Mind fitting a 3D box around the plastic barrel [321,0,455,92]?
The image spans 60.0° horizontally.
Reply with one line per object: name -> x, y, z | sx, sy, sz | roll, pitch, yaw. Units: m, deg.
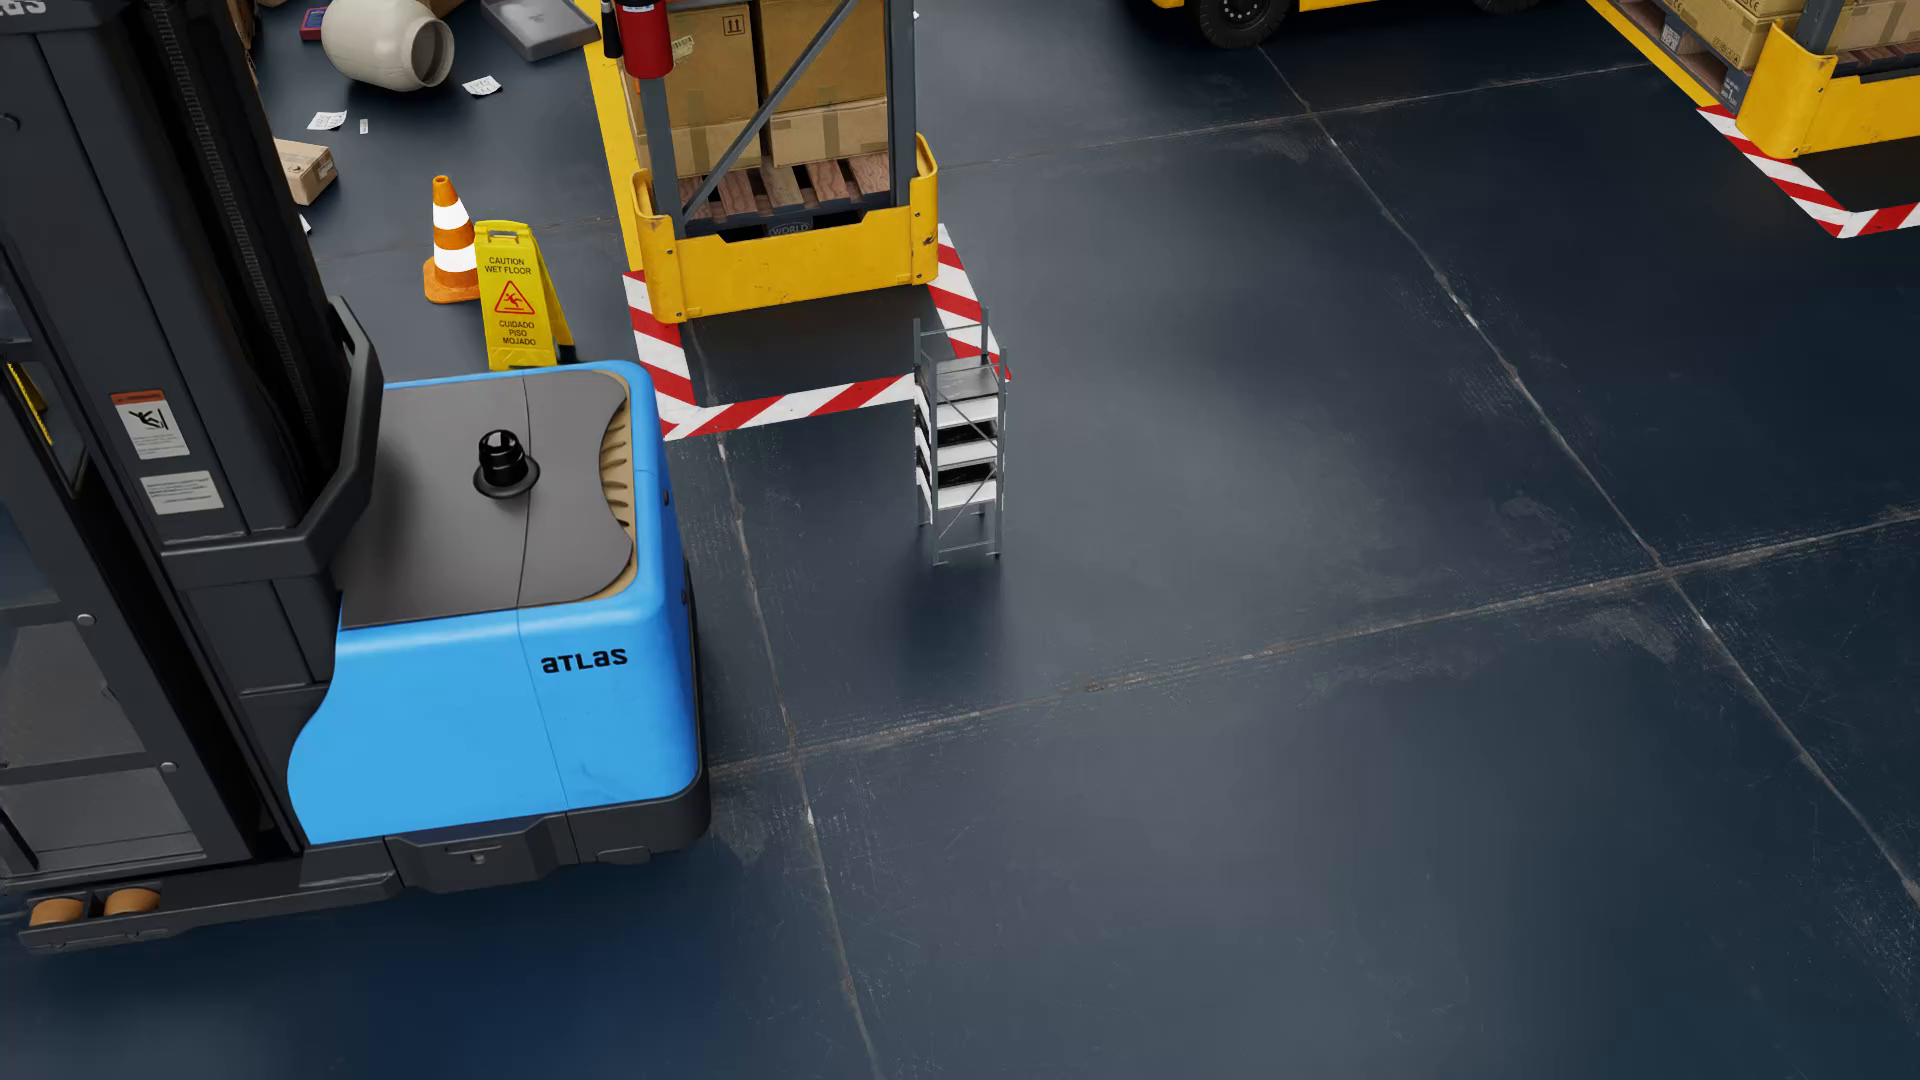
plastic barrel -> -2.656, -2.317, 7.724 | 0.512, 0.421, 0.421 | 19, 48, 17

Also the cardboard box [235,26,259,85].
cardboard box -> -3.560, -1.945, 7.304 | 0.637, 0.503, 0.797 | 27, 51, 24

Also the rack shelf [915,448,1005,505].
rack shelf -> -0.002, -0.234, 5.522 | 0.258, 0.077, 0.200 | -11, 47, -10

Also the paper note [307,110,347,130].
paper note -> -2.902, -1.929, 7.627 | 0.148, 0.019, 0.142 | 4, 46, 4

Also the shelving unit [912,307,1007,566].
shelving unit -> -0.002, -0.321, 5.434 | 0.258, 0.900, 0.210 | -11, 47, -10

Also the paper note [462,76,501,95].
paper note -> -2.249, -2.142, 7.828 | 0.142, 0.019, 0.148 | -26, 51, -24

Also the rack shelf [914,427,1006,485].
rack shelf -> -0.002, -0.297, 5.458 | 0.258, 0.077, 0.200 | -11, 47, -10

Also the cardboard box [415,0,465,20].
cardboard box -> -2.728, -2.968, 8.307 | 0.500, 0.500, 0.500 | 19, 48, 17

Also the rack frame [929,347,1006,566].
rack frame -> 0.024, -0.250, 5.365 | 0.240, 0.900, 0.006 | -11, 47, -10

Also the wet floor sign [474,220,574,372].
wet floor sign -> -1.649, -0.919, 6.198 | 0.267, 0.644, 0.232 | 4, 46, 4

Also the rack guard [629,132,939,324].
rack guard -> -0.683, -1.247, 6.622 | 1.175, 0.500, 0.348 | -11, 47, -10

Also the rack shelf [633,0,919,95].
rack shelf -> -1.175, -3.198, 7.288 | 1.077, 0.370, 4.000 | -11, 47, -10

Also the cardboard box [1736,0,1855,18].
cardboard box -> 3.707, -2.618, 7.497 | 0.500, 0.250, 0.500 | -11, 47, -11

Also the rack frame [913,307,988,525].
rack frame -> -0.028, -0.391, 5.503 | 0.240, 0.900, 0.006 | -11, 47, -10

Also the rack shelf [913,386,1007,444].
rack shelf -> -0.002, -0.423, 5.329 | 0.258, 0.077, 0.200 | -11, 47, -10

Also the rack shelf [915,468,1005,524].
rack shelf -> -0.002, -0.171, 5.586 | 0.258, 0.077, 0.200 | -11, 47, -10

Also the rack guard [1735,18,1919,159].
rack guard -> 4.140, -2.088, 7.446 | 1.175, 0.500, 0.348 | -11, 47, -10

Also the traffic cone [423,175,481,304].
traffic cone -> -2.020, -1.242, 6.644 | 0.336, 0.463, 0.334 | -11, 47, -10

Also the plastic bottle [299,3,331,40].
plastic bottle -> -3.170, -2.569, 8.224 | 0.133, 0.061, 0.283 | -3, 46, -3

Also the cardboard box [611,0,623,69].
cardboard box -> -1.257, -2.382, 7.090 | 0.500, 0.500, 0.500 | -9, 46, -9

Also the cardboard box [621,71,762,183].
cardboard box -> -1.137, -1.779, 7.025 | 0.500, 0.250, 0.500 | -11, 47, -11

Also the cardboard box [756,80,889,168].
cardboard box -> -0.603, -1.861, 7.105 | 0.500, 0.250, 0.500 | -11, 47, -11

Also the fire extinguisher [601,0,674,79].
fire extinguisher -> -1.080, -1.879, 5.545 | 0.296, 0.674, 0.183 | -11, 47, -10

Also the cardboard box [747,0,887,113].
cardboard box -> -0.609, -2.140, 6.853 | 0.500, 0.500, 0.500 | -12, 47, -12

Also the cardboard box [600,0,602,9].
cardboard box -> -1.395, -2.482, 7.714 | 0.500, 0.250, 0.500 | -12, 47, -12

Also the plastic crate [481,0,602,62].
plastic crate -> -2.078, -2.575, 8.218 | 0.402, 0.080, 0.583 | -26, 51, -24

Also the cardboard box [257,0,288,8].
cardboard box -> -3.554, -2.919, 8.425 | 0.396, 0.266, 0.258 | 27, 51, 24

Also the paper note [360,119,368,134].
paper note -> -2.723, -1.890, 7.595 | 0.032, 0.001, 0.123 | -11, 47, -10

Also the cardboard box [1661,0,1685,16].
cardboard box -> 3.590, -2.776, 8.001 | 0.500, 0.250, 0.500 | -11, 47, -10

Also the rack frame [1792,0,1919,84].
rack frame -> 4.134, -2.980, 6.570 | 1.000, 3.000, 0.127 | -11, 47, -10

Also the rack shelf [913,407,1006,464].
rack shelf -> -0.002, -0.360, 5.394 | 0.258, 0.077, 0.200 | -11, 47, -10

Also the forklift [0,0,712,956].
forklift -> -2.290, -0.288, 3.980 | 3.031, 2.935, 1.130 | -7, 46, -7

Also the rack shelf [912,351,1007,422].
rack shelf -> -0.002, -0.486, 5.265 | 0.258, 0.077, 0.200 | -11, 47, -10

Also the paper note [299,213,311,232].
paper note -> -2.830, -1.319, 7.021 | 0.148, 0.019, 0.142 | -26, 51, -24

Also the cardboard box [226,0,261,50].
cardboard box -> -3.808, -2.637, 7.887 | 0.797, 0.637, 0.503 | -11, 47, -10

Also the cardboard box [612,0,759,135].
cardboard box -> -1.121, -2.022, 6.737 | 0.500, 0.500, 0.500 | -10, 46, -10

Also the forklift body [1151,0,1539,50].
forklift body -> 1.885, -3.658, 7.829 | 2.313, 2.155, 1.214 | -11, 47, -10

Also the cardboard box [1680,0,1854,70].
cardboard box -> 3.708, -2.431, 7.663 | 0.500, 0.250, 0.500 | -10, 46, -10

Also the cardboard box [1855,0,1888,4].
cardboard box -> 4.214, -2.702, 7.579 | 0.500, 0.250, 0.500 | -10, 46, -10

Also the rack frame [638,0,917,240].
rack frame -> -0.663, -2.069, 5.678 | 1.000, 3.000, 0.127 | -11, 47, -10

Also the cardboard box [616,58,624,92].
cardboard box -> -1.255, -2.122, 7.360 | 0.500, 0.250, 0.500 | -11, 47, -10

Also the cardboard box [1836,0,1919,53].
cardboard box -> 4.197, -2.539, 7.769 | 0.500, 0.250, 0.500 | -11, 47, -10

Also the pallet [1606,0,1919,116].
pallet -> 3.898, -2.524, 8.076 | 1.003, 0.211, 1.213 | -11, 47, -10

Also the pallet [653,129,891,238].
pallet -> -0.857, -1.713, 7.281 | 1.003, 0.211, 1.213 | -11, 47, -10

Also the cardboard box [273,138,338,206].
cardboard box -> -2.951, -1.607, 7.220 | 0.380, 0.149, 0.250 | 11, 47, 11

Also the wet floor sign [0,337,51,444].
wet floor sign -> -3.501, -0.613, 5.898 | 0.267, 0.644, 0.232 | -18, 48, -17
